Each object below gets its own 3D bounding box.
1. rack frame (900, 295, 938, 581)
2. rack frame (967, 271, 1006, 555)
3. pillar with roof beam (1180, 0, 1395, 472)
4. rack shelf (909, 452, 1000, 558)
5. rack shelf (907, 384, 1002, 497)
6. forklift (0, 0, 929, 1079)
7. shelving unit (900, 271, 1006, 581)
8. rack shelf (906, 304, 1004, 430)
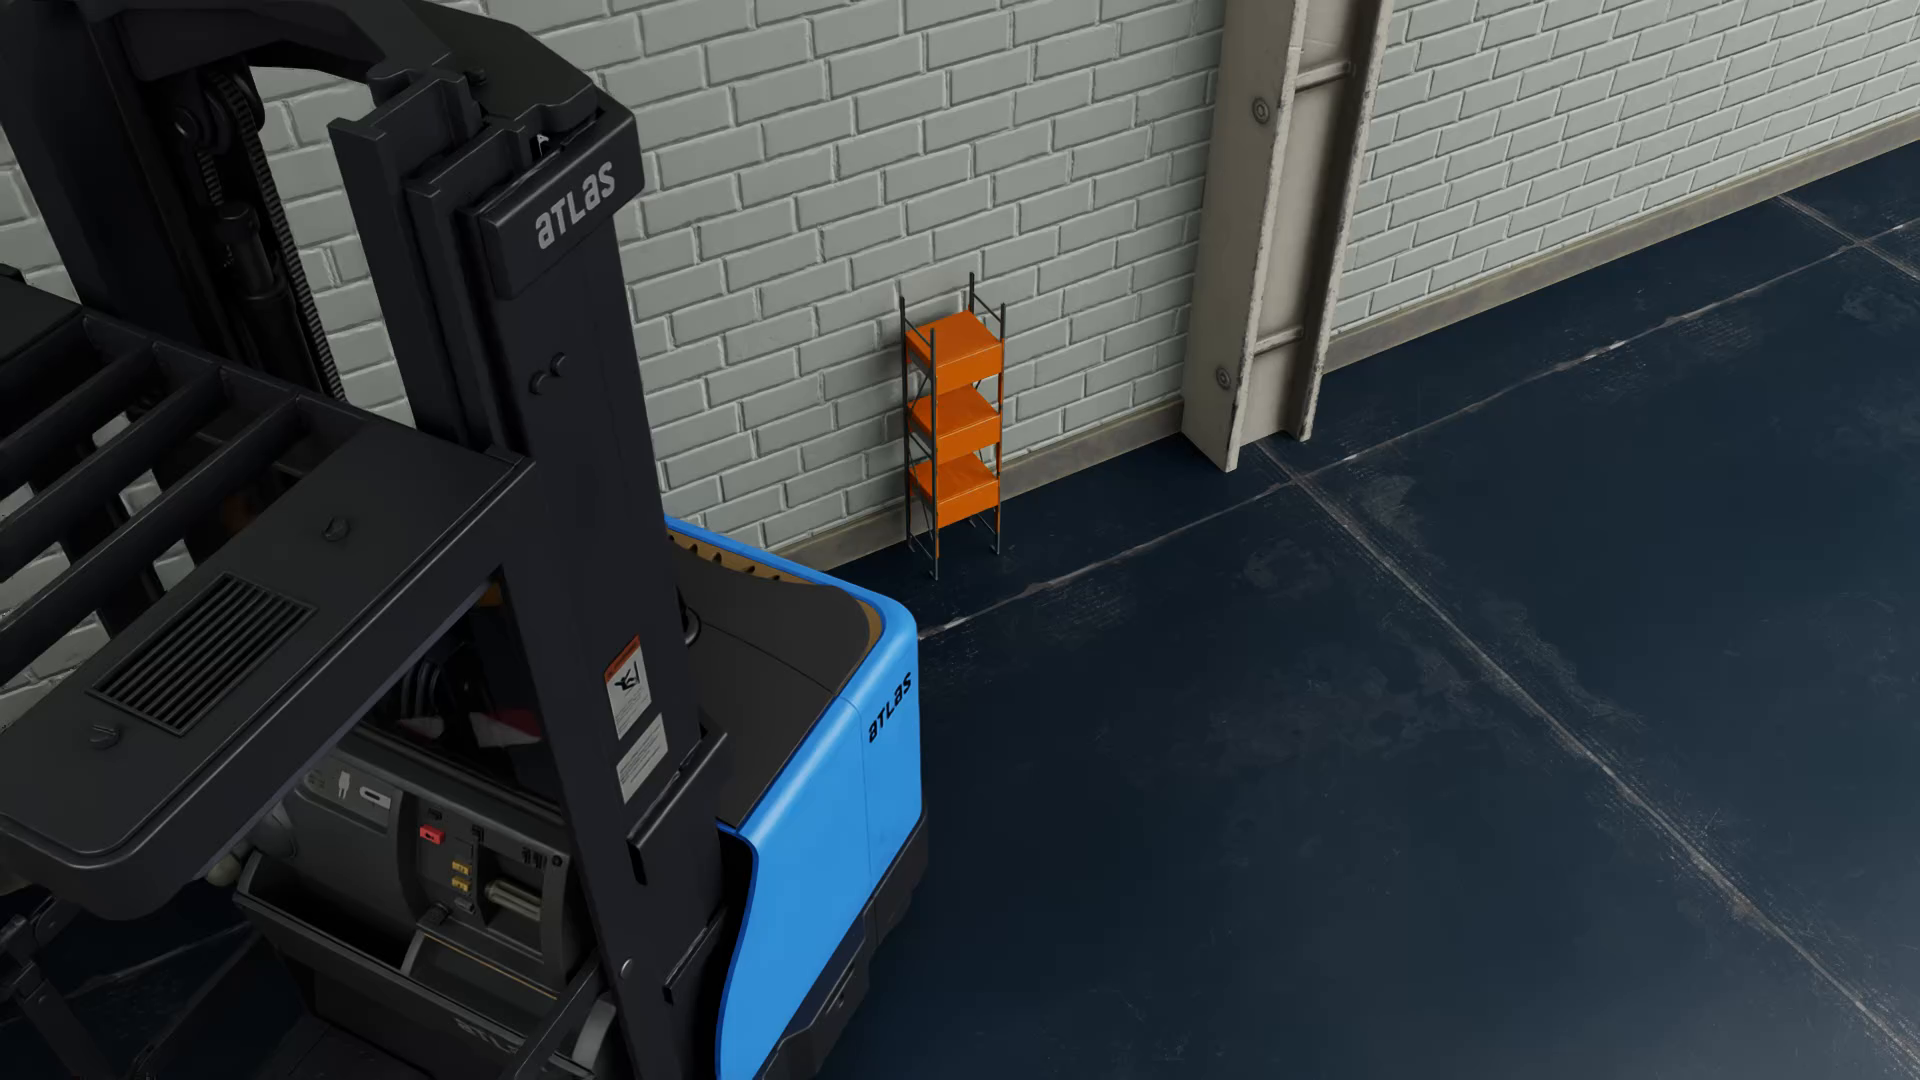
[{"bbox_3d":[-0.128,-0.299,5.303,0.008,1.050,0.200,-22,49,-21],"label":"rack frame"},{"bbox_3d":[0.082,-0.386,5.393,0.008,1.050,0.200,-22,49,-21],"label":"rack frame"},{"bbox_3d":[3.196,-1.033,0.353,0.400,9.000,9.100,-22,48,-21],"label":"pillar with roof beam"},{"bbox_3d":[-0.024,-0.136,5.550,0.240,0.259,0.215,-22,49,-21],"label":"rack shelf"},{"bbox_3d":[-0.023,-0.335,5.355,0.240,0.259,0.215,-22,49,-21],"label":"rack shelf"},{"bbox_3d":[-1.204,0.647,2.979,1.130,2.935,3.031,19,47,19],"label":"forklift"},{"bbox_3d":[-0.023,-0.342,5.348,0.252,1.050,0.215,-22,49,-21],"label":"shelving unit"},{"bbox_3d":[-0.023,-0.537,5.157,0.240,0.259,0.215,-22,49,-21],"label":"rack shelf"}]
